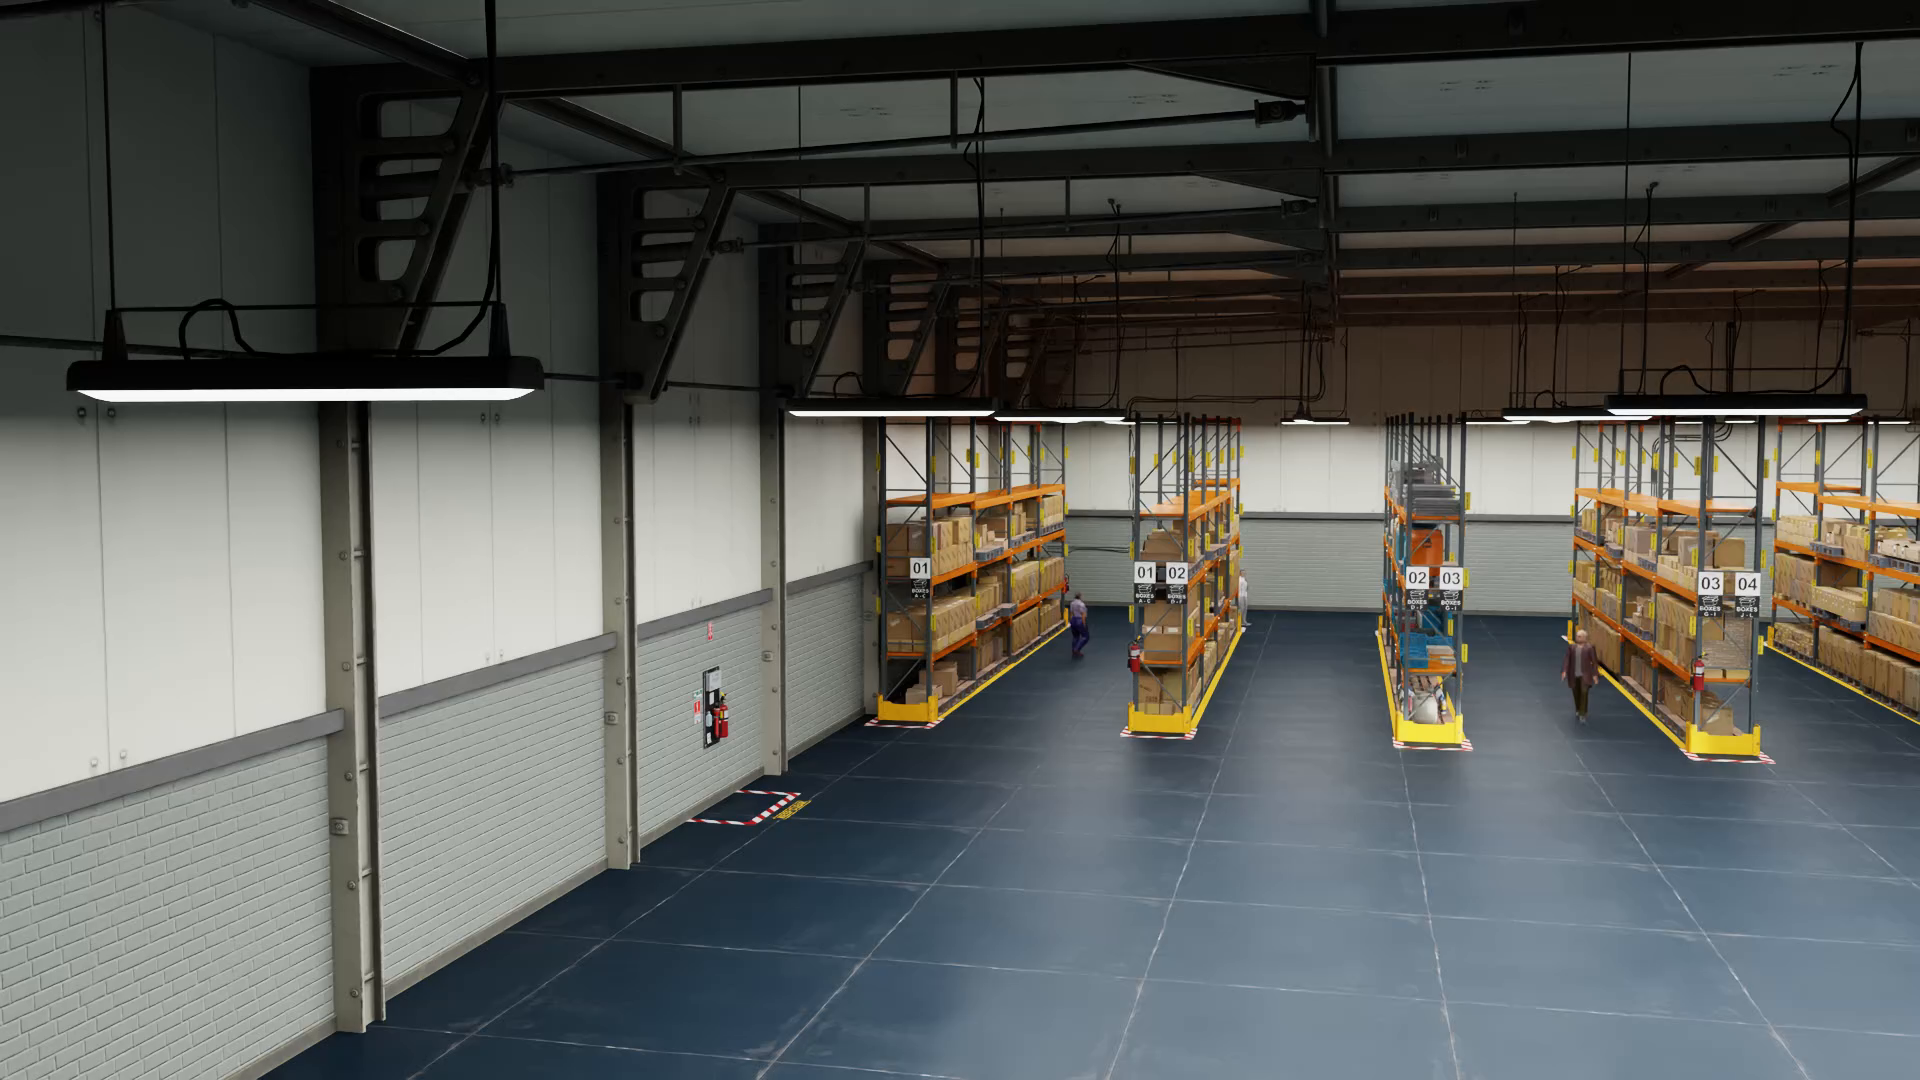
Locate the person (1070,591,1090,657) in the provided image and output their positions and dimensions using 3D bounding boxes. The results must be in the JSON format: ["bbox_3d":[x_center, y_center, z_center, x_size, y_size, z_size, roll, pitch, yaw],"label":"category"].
[{"bbox_3d":[2.921,2.098,41.365,0.450,1.650,0.516,-3,5,-36],"label":"person"}]

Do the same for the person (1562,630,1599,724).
[{"bbox_3d":[12.088,2.640,32.448,0.686,1.743,0.996,2,5,32],"label":"person"}]

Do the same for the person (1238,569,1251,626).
[{"bbox_3d":[8.091,1.647,47.936,0.575,1.658,0.546,2,4,28],"label":"person"}]
